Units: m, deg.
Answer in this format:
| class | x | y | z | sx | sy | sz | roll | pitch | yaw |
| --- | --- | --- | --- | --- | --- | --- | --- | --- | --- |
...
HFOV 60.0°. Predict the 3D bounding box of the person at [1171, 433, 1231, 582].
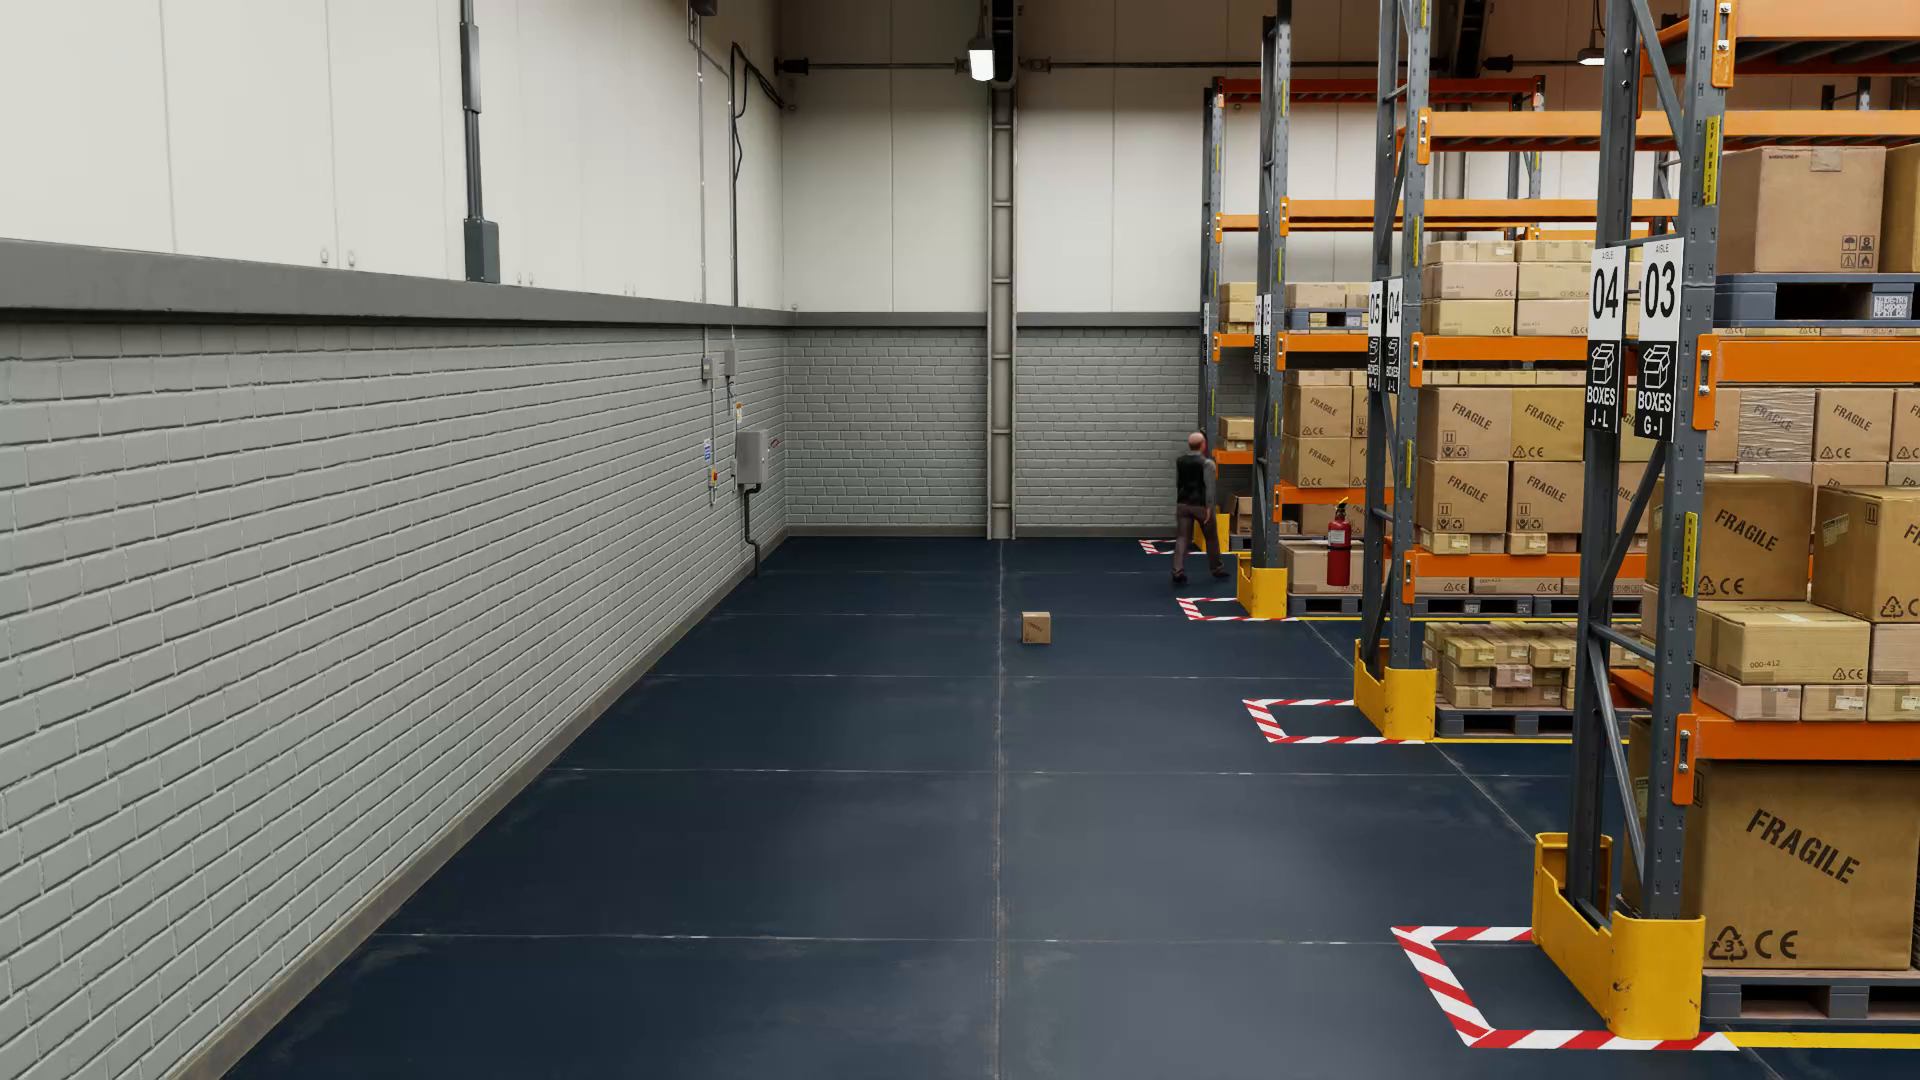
| class | x | y | z | sx | sy | sz | roll | pitch | yaw |
| --- | --- | --- | --- | --- | --- | --- | --- | --- | --- |
| person | 2.700 | -0.384 | 18.797 | 0.550 | 1.669 | 0.969 | 5 | 9 | 34 |
